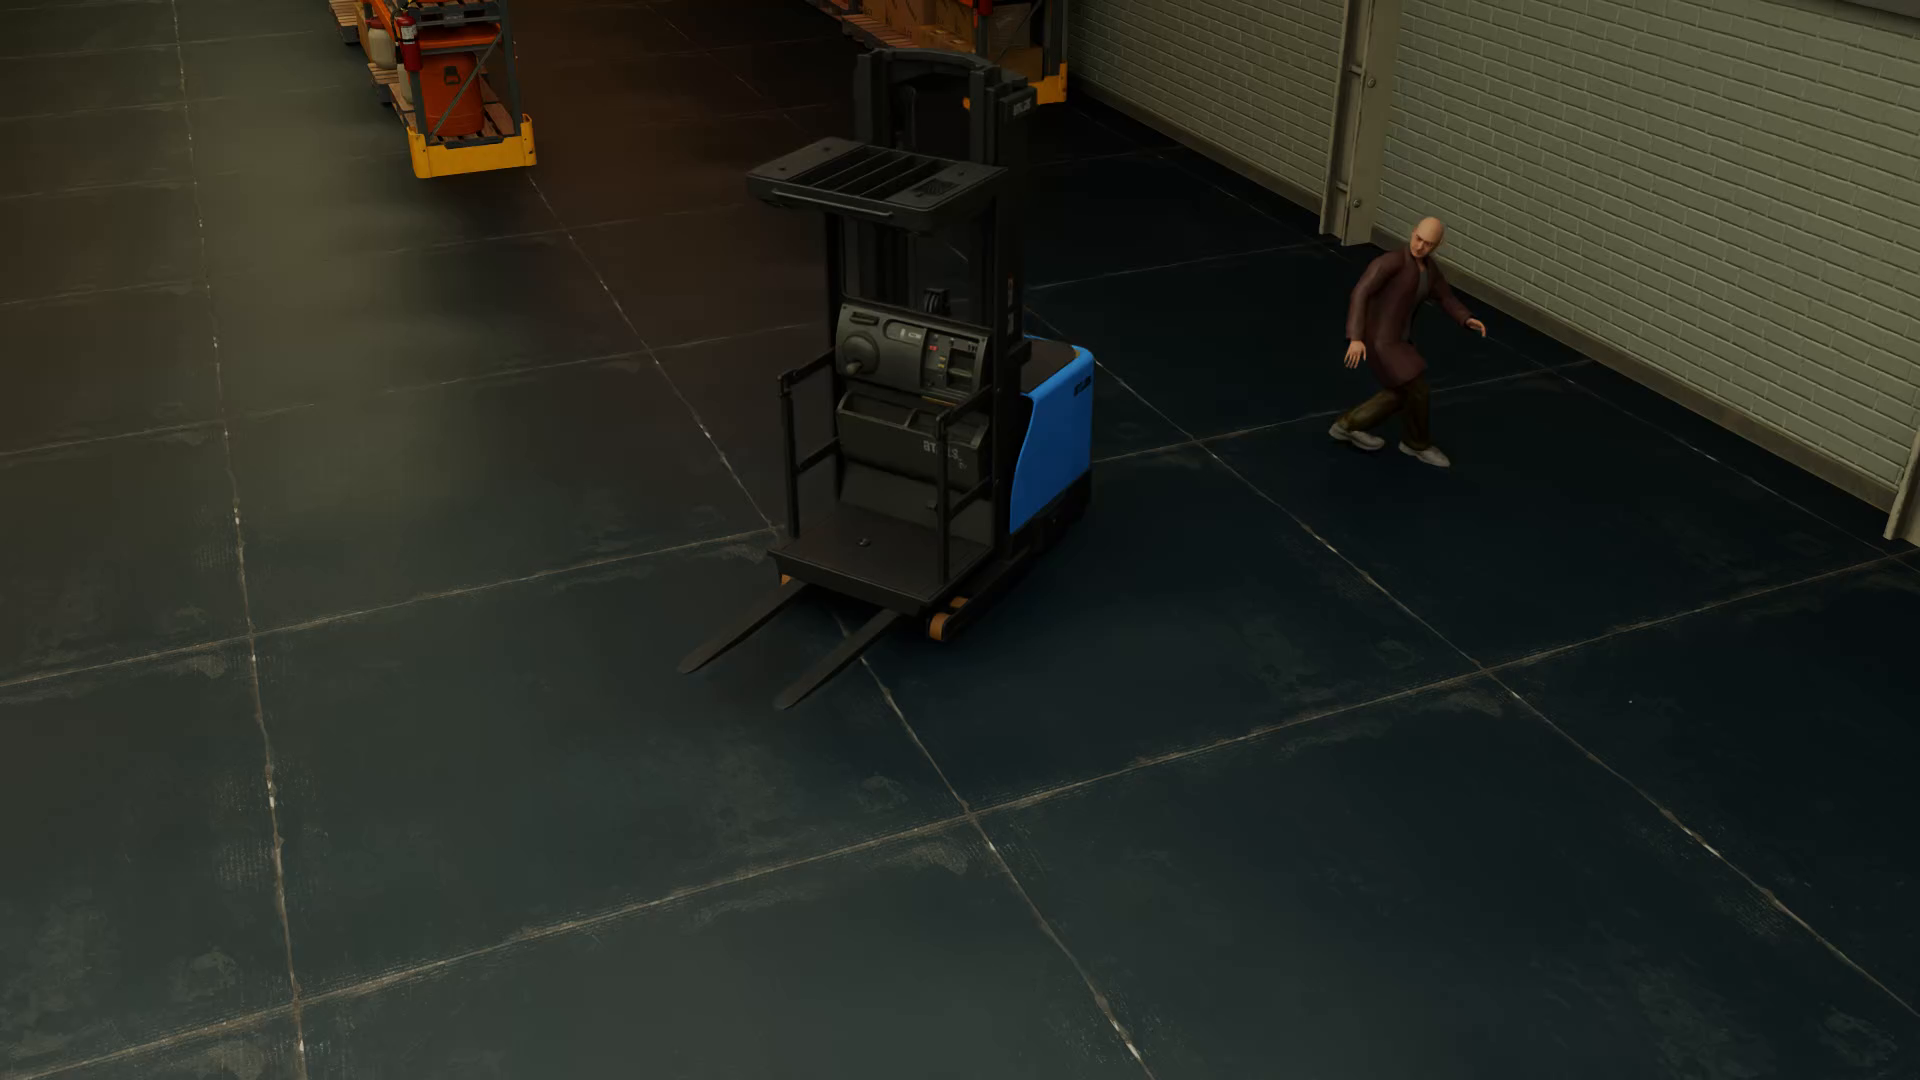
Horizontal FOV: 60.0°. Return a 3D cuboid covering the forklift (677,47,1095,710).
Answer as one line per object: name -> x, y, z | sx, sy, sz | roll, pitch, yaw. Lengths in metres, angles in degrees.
forklift -> -0.376, -0.973, 8.822 | 1.130, 2.935, 3.031 | 17, 34, 27

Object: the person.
person -> 2.839, -1.215, 10.574 | 0.897, 1.654, 0.884 | 17, 34, 27
